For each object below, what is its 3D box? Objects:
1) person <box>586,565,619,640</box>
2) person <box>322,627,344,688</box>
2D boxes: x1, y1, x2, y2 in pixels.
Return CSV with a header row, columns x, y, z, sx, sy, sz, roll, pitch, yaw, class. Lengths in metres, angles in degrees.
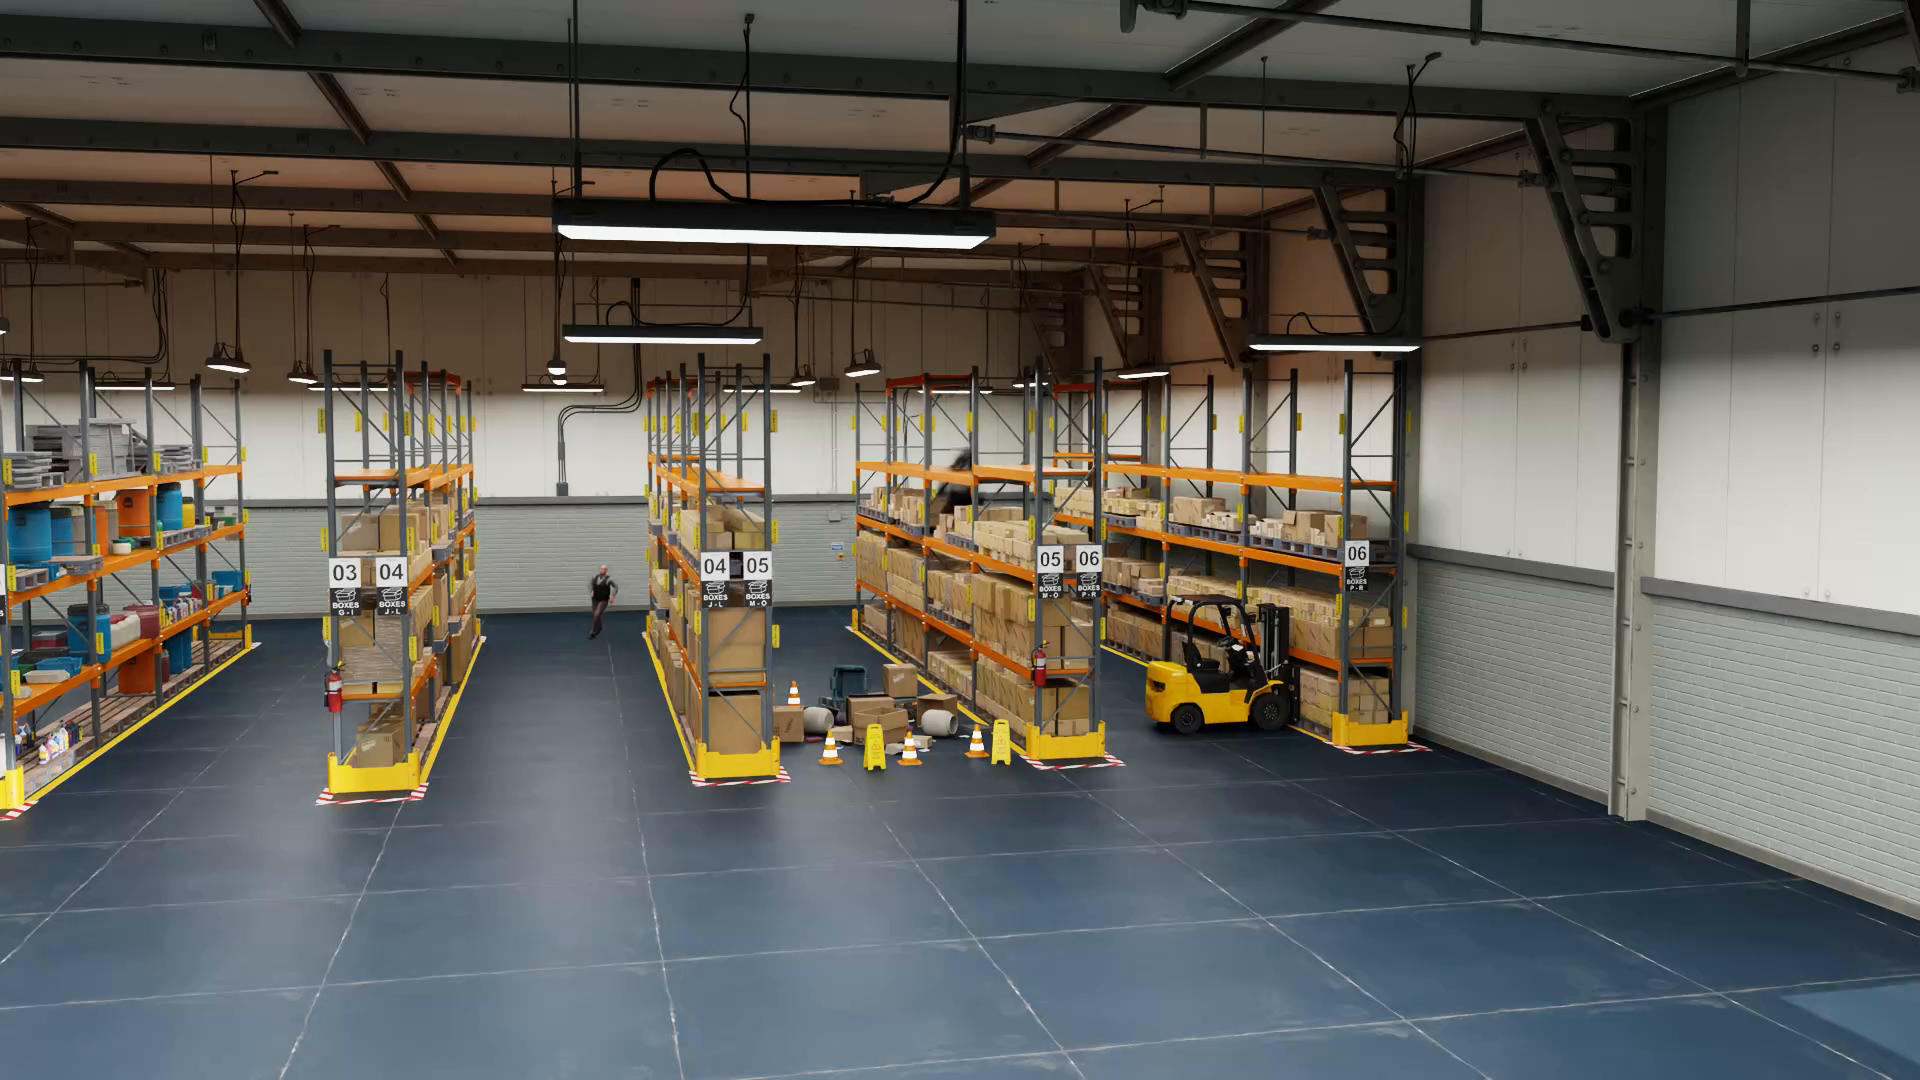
x,y,z,sx,sy,sz,roll,pitch,yaw,class
-8.372,1.435,38.833,0.724,1.718,0.879,1,4,17,person
-11.689,1.981,31.270,0.667,1.666,0.523,-1,4,-8,person
